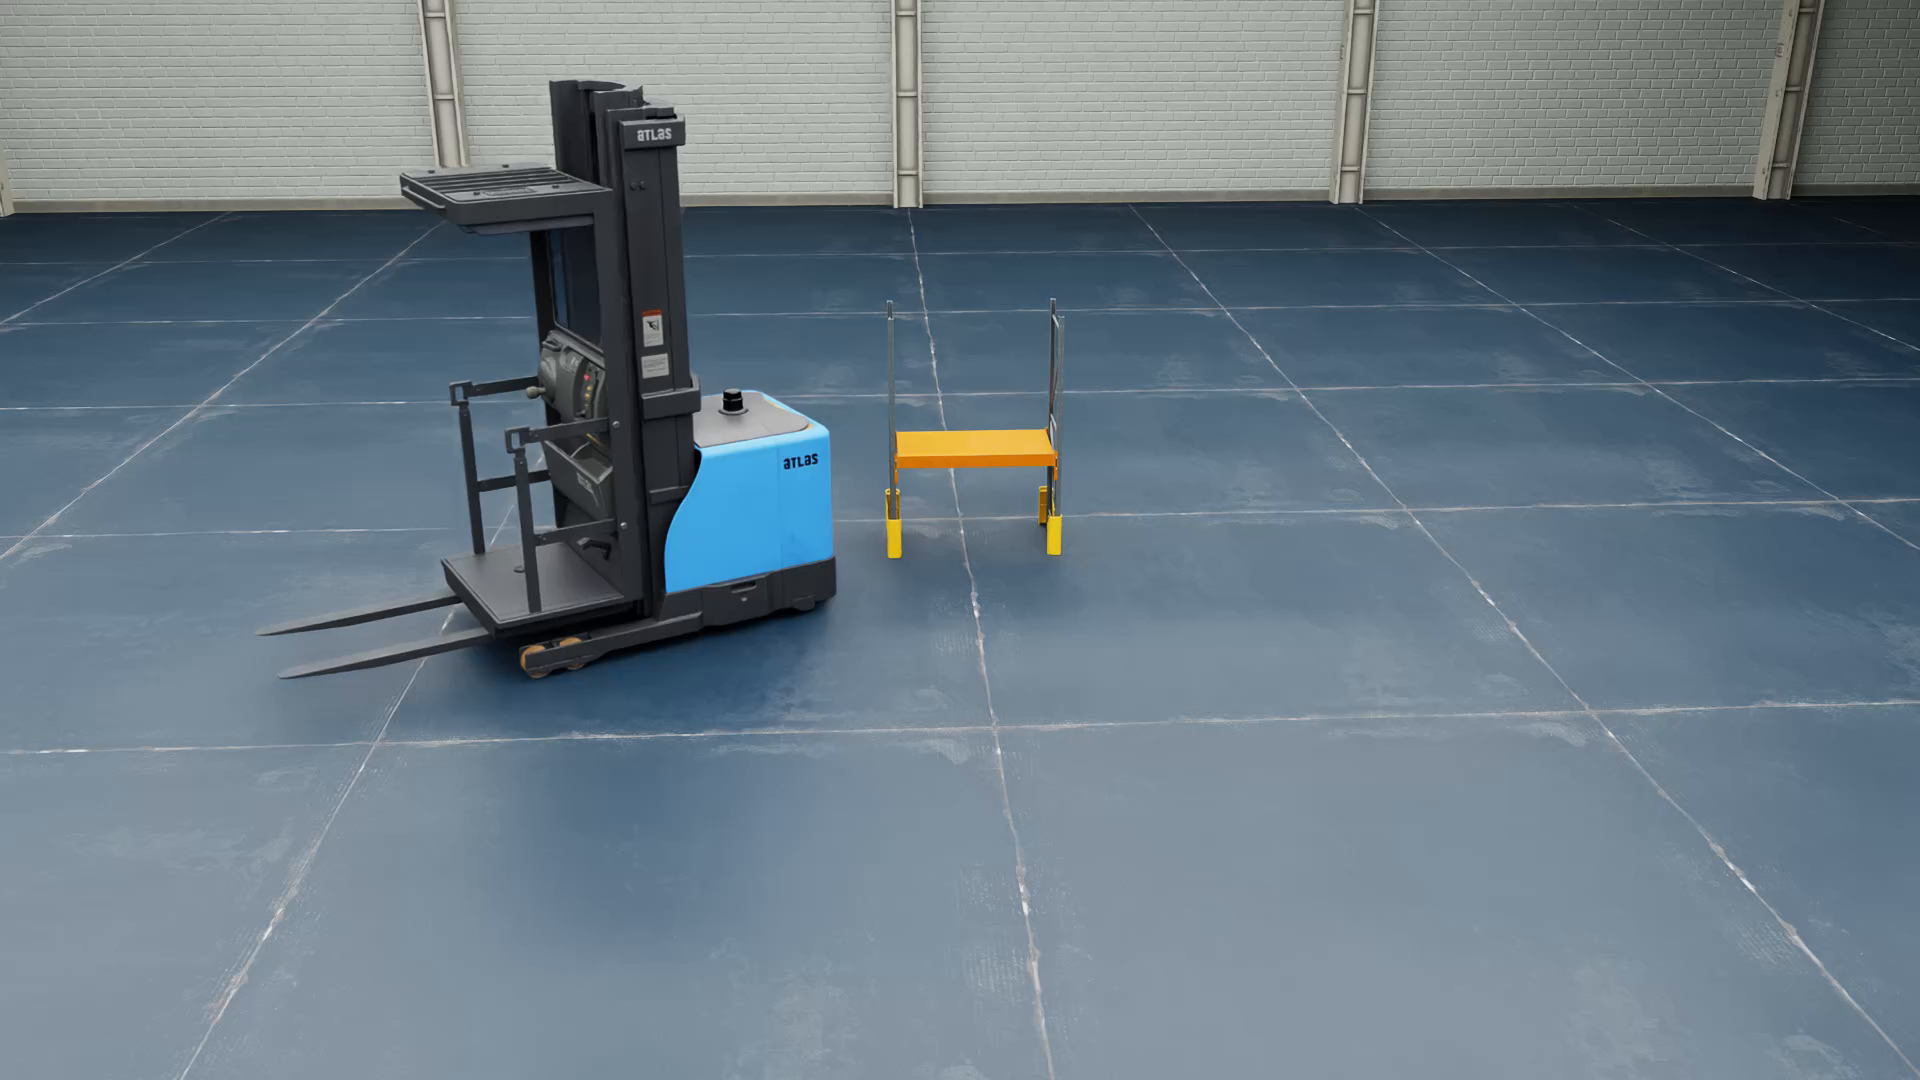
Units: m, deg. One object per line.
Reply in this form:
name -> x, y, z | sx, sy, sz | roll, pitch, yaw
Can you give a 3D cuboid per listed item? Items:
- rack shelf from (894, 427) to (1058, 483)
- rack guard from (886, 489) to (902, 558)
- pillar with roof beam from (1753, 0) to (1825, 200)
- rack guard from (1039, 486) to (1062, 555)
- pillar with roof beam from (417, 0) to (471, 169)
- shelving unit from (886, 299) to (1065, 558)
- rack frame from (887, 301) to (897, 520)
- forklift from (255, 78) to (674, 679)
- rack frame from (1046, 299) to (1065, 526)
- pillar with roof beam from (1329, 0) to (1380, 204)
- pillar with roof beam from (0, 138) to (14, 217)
rack shelf -> 0.085, -0.535, 10.423 | 1.000, 0.185, 0.538 | -1, 21, -3
rack guard -> -0.421, -0.108, 10.554 | 0.087, 0.250, 0.587 | -1, 21, -3
pillar with roof beam -> 11.523, -7.438, 17.511 | 0.400, 9.000, 9.100 | -1, 21, -3
rack guard -> 0.573, -0.128, 10.607 | 0.087, 0.250, 0.587 | -1, 21, -3
pillar with roof beam -> -6.448, -7.073, 16.551 | 0.400, 9.000, 9.100 | -1, 21, -3
shelving unit -> 0.076, -0.702, 10.358 | 1.083, 1.500, 0.587 | -1, 21, -3
rack frame -> -0.422, -0.692, 10.332 | 0.032, 1.500, 0.500 | -1, 21, -3
forklift -> -2.241, -0.863, 8.768 | 3.031, 2.935, 1.121 | -12, 24, -29
rack frame -> 0.593, -0.713, 10.386 | 0.032, 1.500, 0.500 | -1, 21, -3
pillar with roof beam -> 5.533, -7.317, 17.191 | 0.400, 9.000, 9.100 | -1, 21, -3
pillar with roof beam -> -12.438, -6.951, 16.231 | 0.400, 9.000, 9.100 | -1, 21, -3
